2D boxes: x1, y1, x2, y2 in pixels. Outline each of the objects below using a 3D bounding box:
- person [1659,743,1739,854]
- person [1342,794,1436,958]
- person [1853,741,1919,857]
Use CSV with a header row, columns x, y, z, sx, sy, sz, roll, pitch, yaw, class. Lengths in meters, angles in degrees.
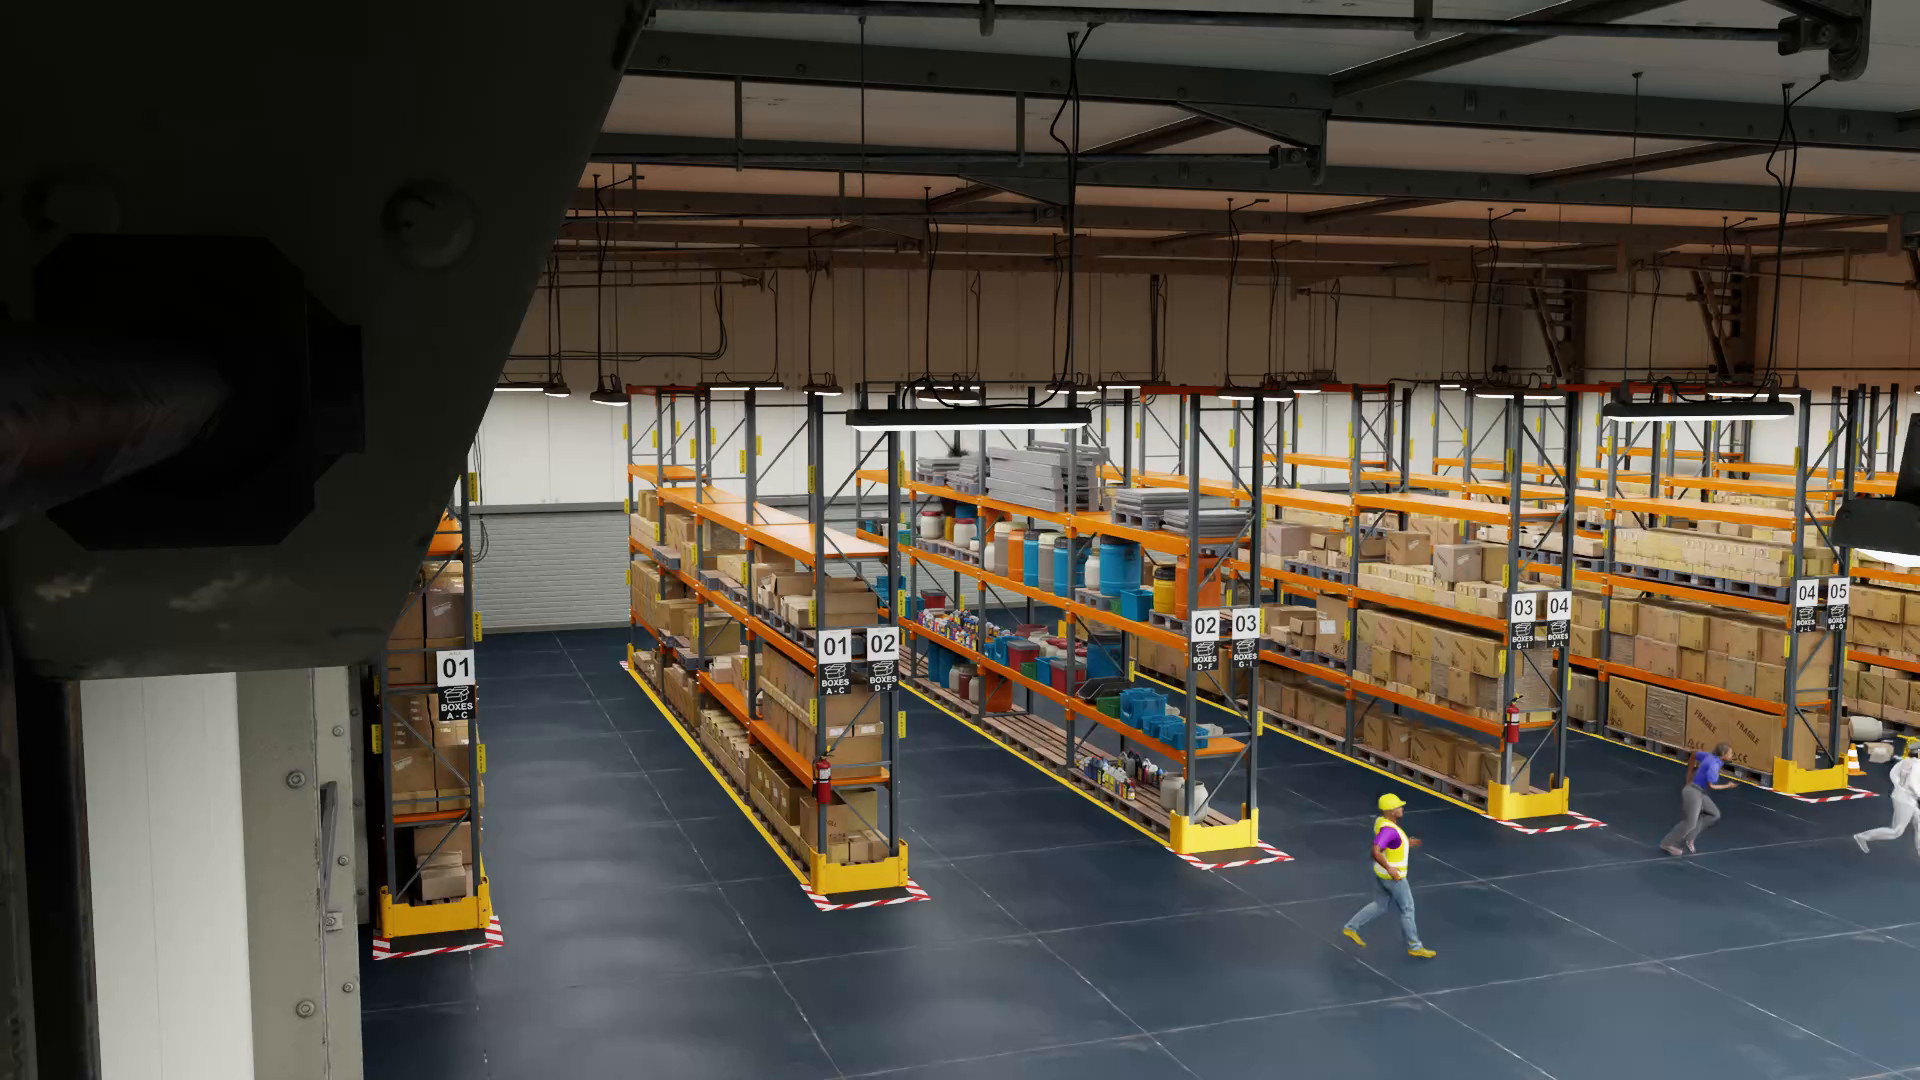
x,y,z,sx,sy,sz,roll,pitch,yaw,class
9.624,3.348,21.641,0.909,1.502,0.599,2,6,22,person
4.621,3.585,17.835,0.989,1.754,0.700,0,6,0,person
11.902,3.352,21.039,1.032,1.676,0.619,2,6,20,person
